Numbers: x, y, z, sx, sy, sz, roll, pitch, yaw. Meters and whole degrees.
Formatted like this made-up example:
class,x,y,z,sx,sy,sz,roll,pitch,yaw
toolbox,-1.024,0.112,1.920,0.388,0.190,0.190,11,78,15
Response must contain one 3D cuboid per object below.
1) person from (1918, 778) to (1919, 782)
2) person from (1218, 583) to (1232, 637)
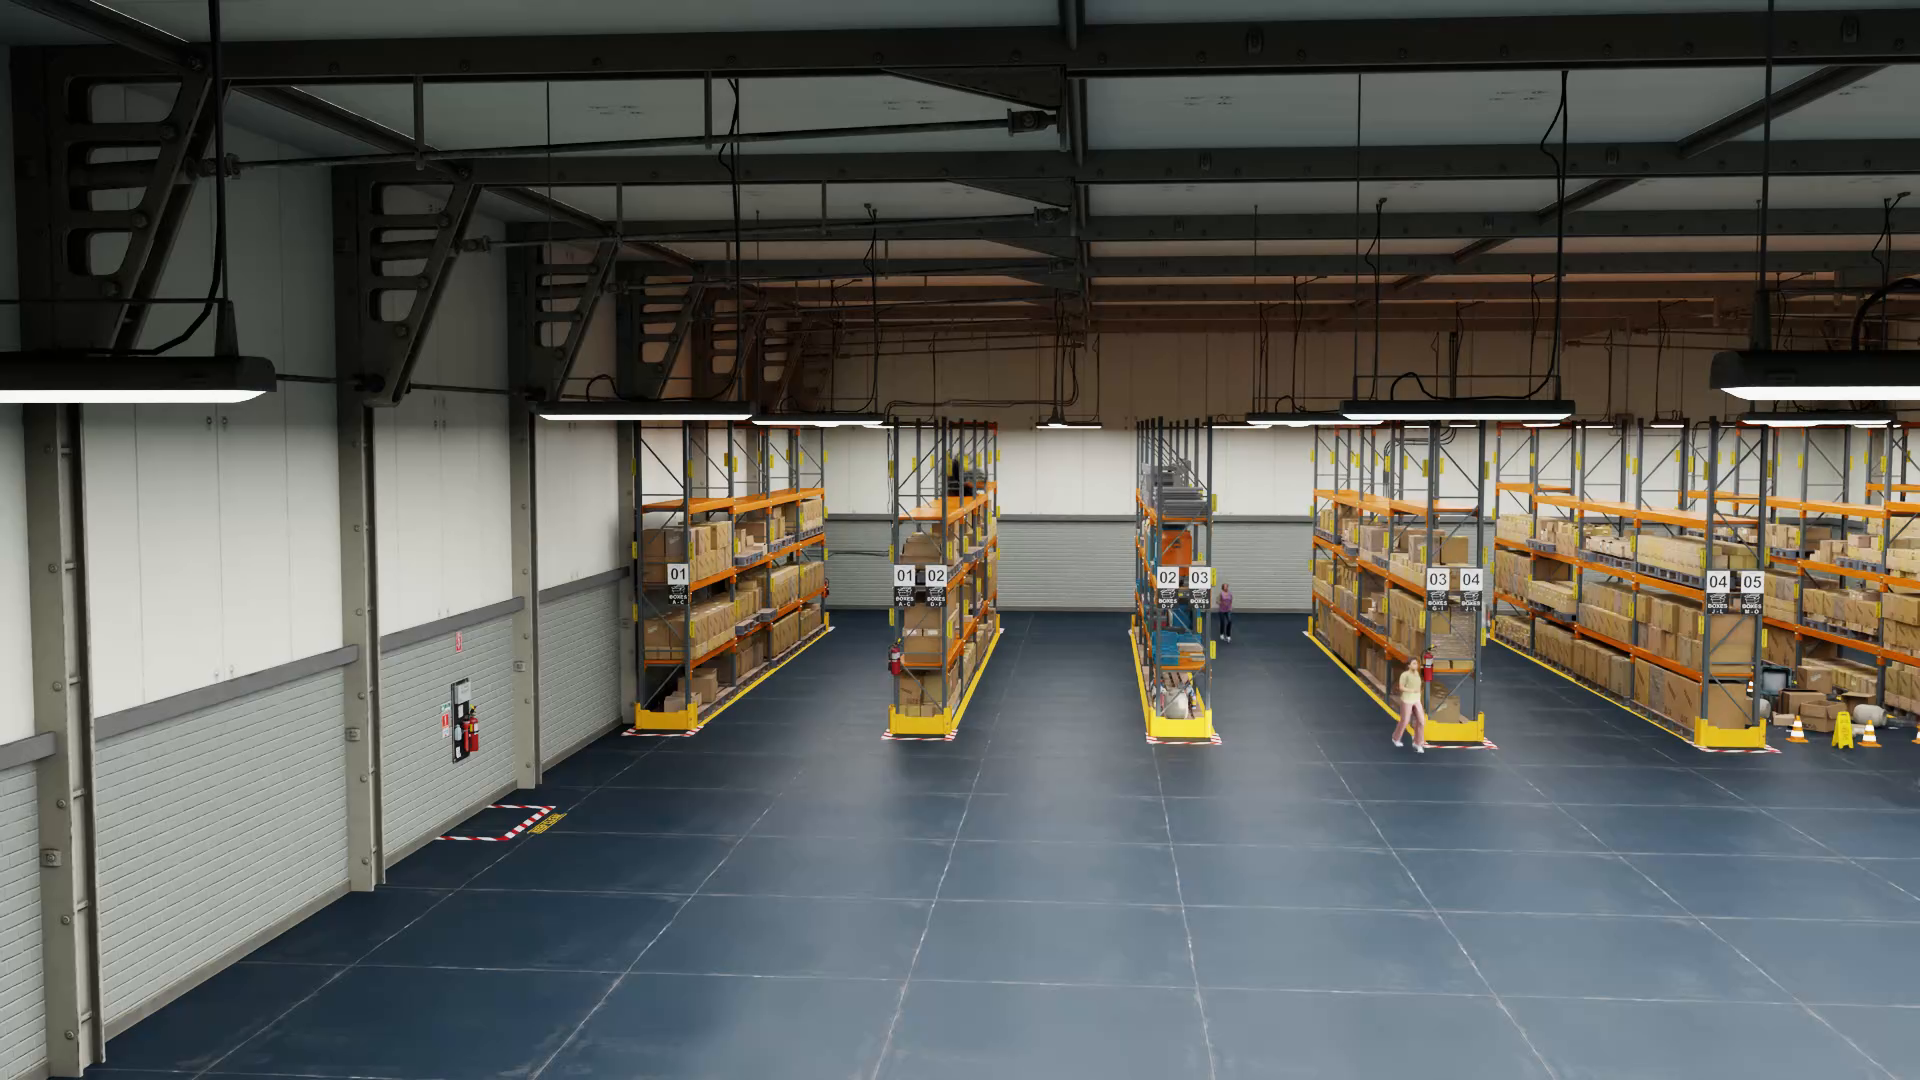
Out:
class,x,y,z,sx,sy,sz,roll,pitch,yaw
person,15.004,3.319,25.265,0.653,1.503,0.831,-3,5,-35
person,7.209,1.904,45.284,0.491,1.450,0.702,0,4,-5
